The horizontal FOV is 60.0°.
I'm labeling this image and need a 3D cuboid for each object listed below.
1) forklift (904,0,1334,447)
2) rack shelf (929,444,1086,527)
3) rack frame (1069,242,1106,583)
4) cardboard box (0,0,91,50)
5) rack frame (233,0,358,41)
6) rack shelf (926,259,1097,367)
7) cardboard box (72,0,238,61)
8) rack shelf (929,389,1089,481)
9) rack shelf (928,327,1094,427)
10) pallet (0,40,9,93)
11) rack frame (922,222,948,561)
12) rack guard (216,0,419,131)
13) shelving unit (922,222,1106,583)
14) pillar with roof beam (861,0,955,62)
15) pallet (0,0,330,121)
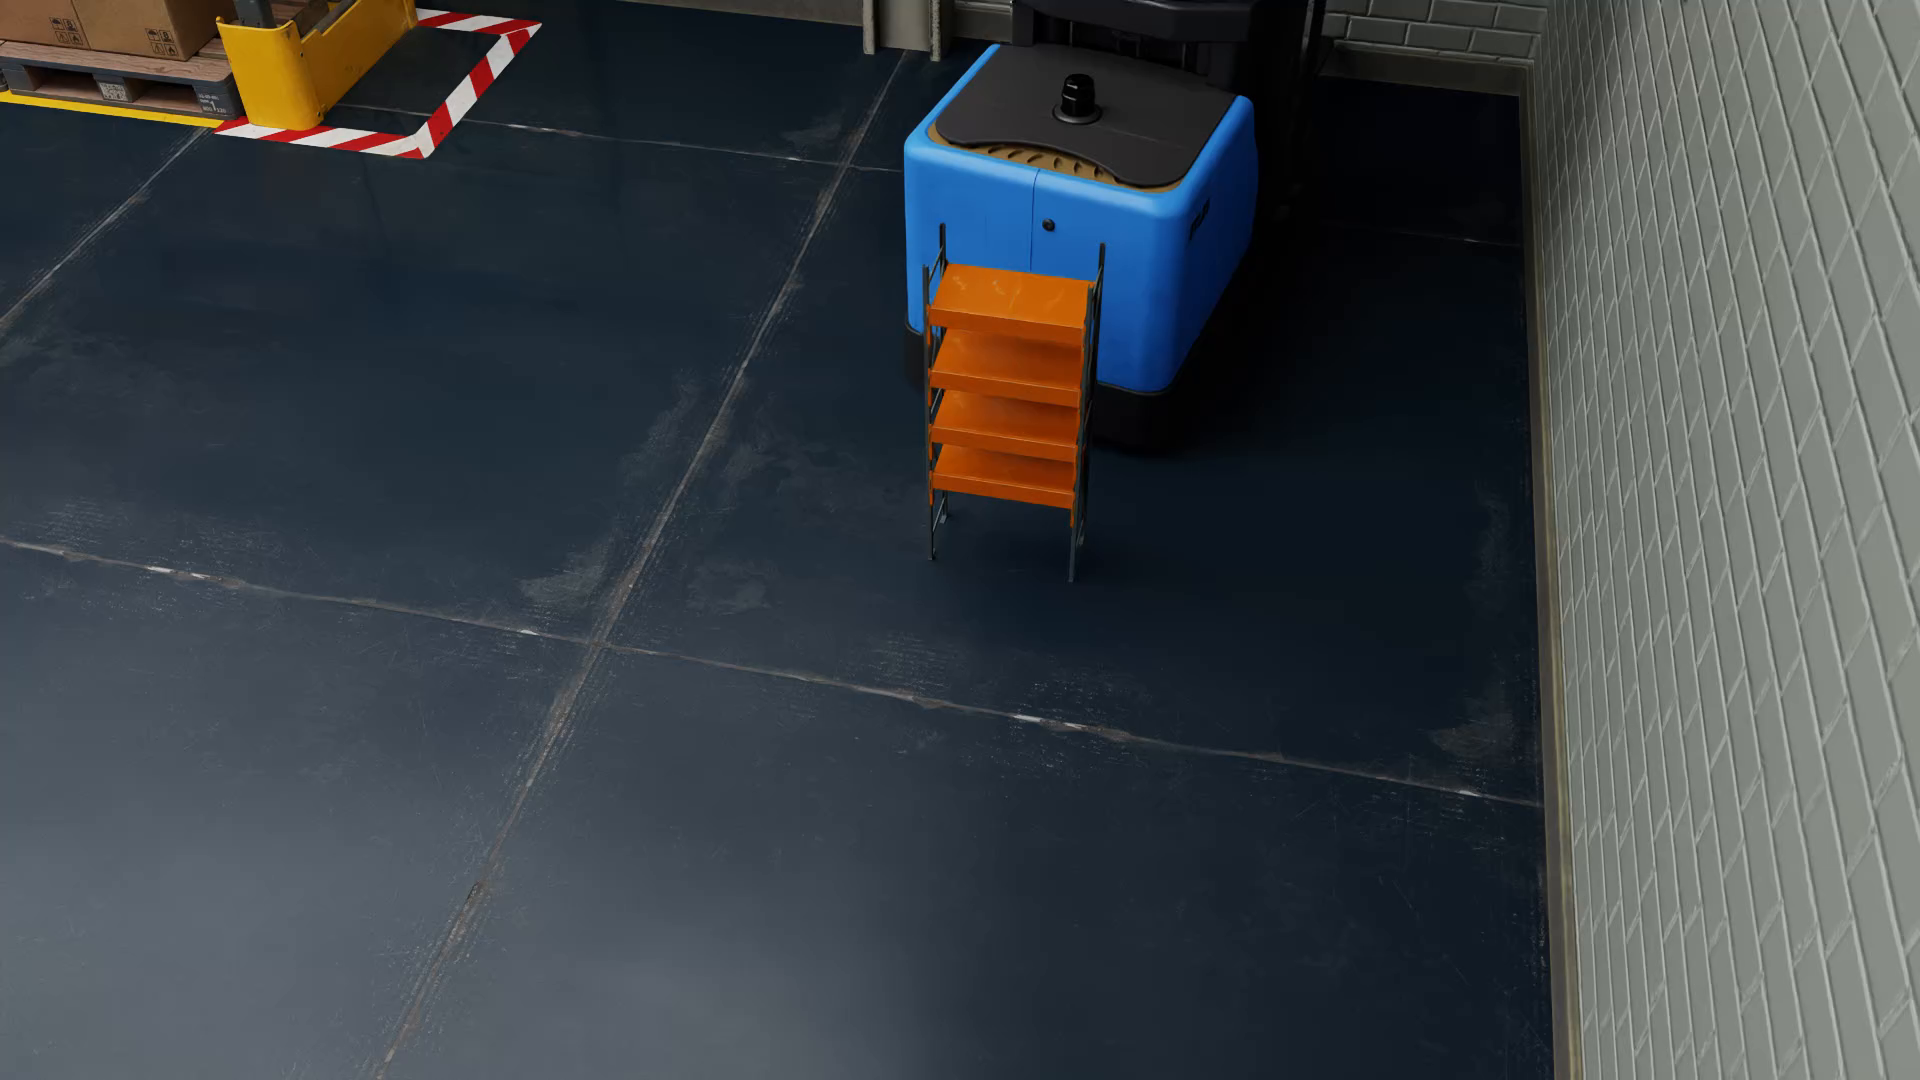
[{"bbox_3d":[0.854,-2.422,6.153,1.130,2.935,3.031,17,46,17],"label":"forklift"},{"bbox_3d":[0.162,-0.216,5.492,0.480,0.148,0.258,9,45,9],"label":"rack shelf"},{"bbox_3d":[0.400,-0.370,5.269,0.015,1.200,0.240,9,45,9],"label":"rack frame"},{"bbox_3d":[-4.269,-2.762,7.956,0.500,0.500,0.700,9,45,9],"label":"cardboard box"},{"bbox_3d":[-3.076,-3.397,7.116,0.127,3.000,1.000,9,45,9],"label":"rack frame"},{"bbox_3d":[0.162,-0.690,5.035,0.480,0.148,0.258,9,45,9],"label":"rack shelf"},{"bbox_3d":[-3.781,-2.686,7.877,0.500,0.500,0.700,9,45,9],"label":"cardboard box"},{"bbox_3d":[0.162,-0.359,5.355,0.480,0.148,0.258,9,45,9],"label":"rack shelf"},{"bbox_3d":[0.162,-0.520,5.199,0.480,0.148,0.258,9,45,9],"label":"rack shelf"},{"bbox_3d":[-5.060,-2.646,8.347,1.213,0.211,1.003,9,45,9],"label":"pallet"},{"bbox_3d":[-0.077,-0.444,5.346,0.015,1.200,0.240,9,45,9],"label":"rack frame"},{"bbox_3d":[-3.052,-2.493,7.979,0.348,0.500,1.175,9,45,9],"label":"rack guard"},{"bbox_3d":[0.162,-0.407,5.308,0.503,1.200,0.258,9,45,9],"label":"shelving unit"},{"bbox_3d":[-1.192,-2.821,2.192,0.400,9.000,9.100,9,45,9],"label":"pillar with roof beam"},{"bbox_3d":[-3.873,-2.460,8.154,1.213,0.211,1.003,9,45,9],"label":"pallet"}]
